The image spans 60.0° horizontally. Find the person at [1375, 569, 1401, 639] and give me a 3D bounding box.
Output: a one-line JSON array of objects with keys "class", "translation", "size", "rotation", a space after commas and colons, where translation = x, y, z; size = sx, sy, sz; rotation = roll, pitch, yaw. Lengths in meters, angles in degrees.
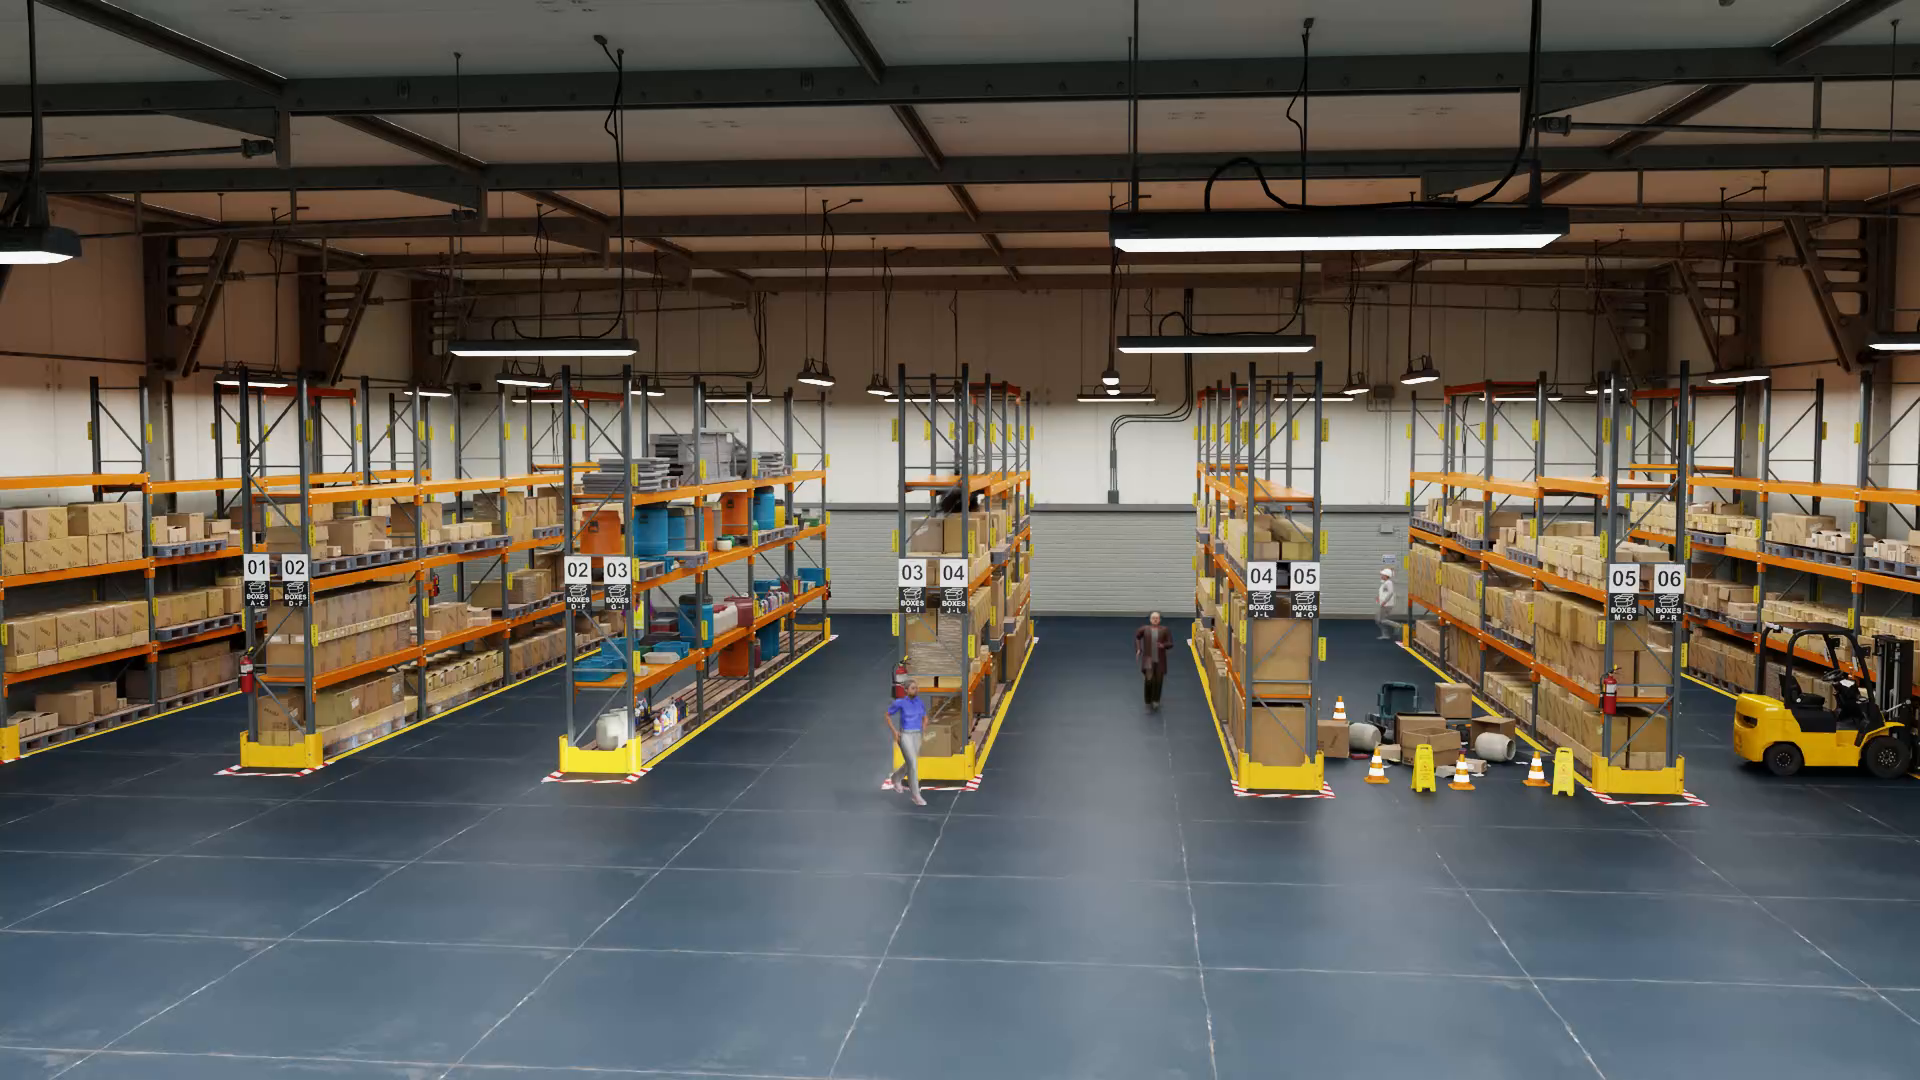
[{"class": "person", "translation": [10.393, 1.564, 40.373], "size": [0.629, 1.733, 0.704], "rotation": [1, 4, 11]}]

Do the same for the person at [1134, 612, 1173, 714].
[{"class": "person", "translation": [3.486, 2.206, 29.861], "size": [0.671, 1.835, 0.811], "rotation": [0, 4, 0]}]

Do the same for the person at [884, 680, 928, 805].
[{"class": "person", "translation": [-0.691, 2.716, 22.625], "size": [0.603, 1.646, 0.850], "rotation": [-3, 5, -42]}]

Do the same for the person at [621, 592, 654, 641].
[{"class": "person", "translation": [-6.794, 1.886, 34.951], "size": [0.680, 1.750, 0.626], "rotation": [0, 4, -6]}]
